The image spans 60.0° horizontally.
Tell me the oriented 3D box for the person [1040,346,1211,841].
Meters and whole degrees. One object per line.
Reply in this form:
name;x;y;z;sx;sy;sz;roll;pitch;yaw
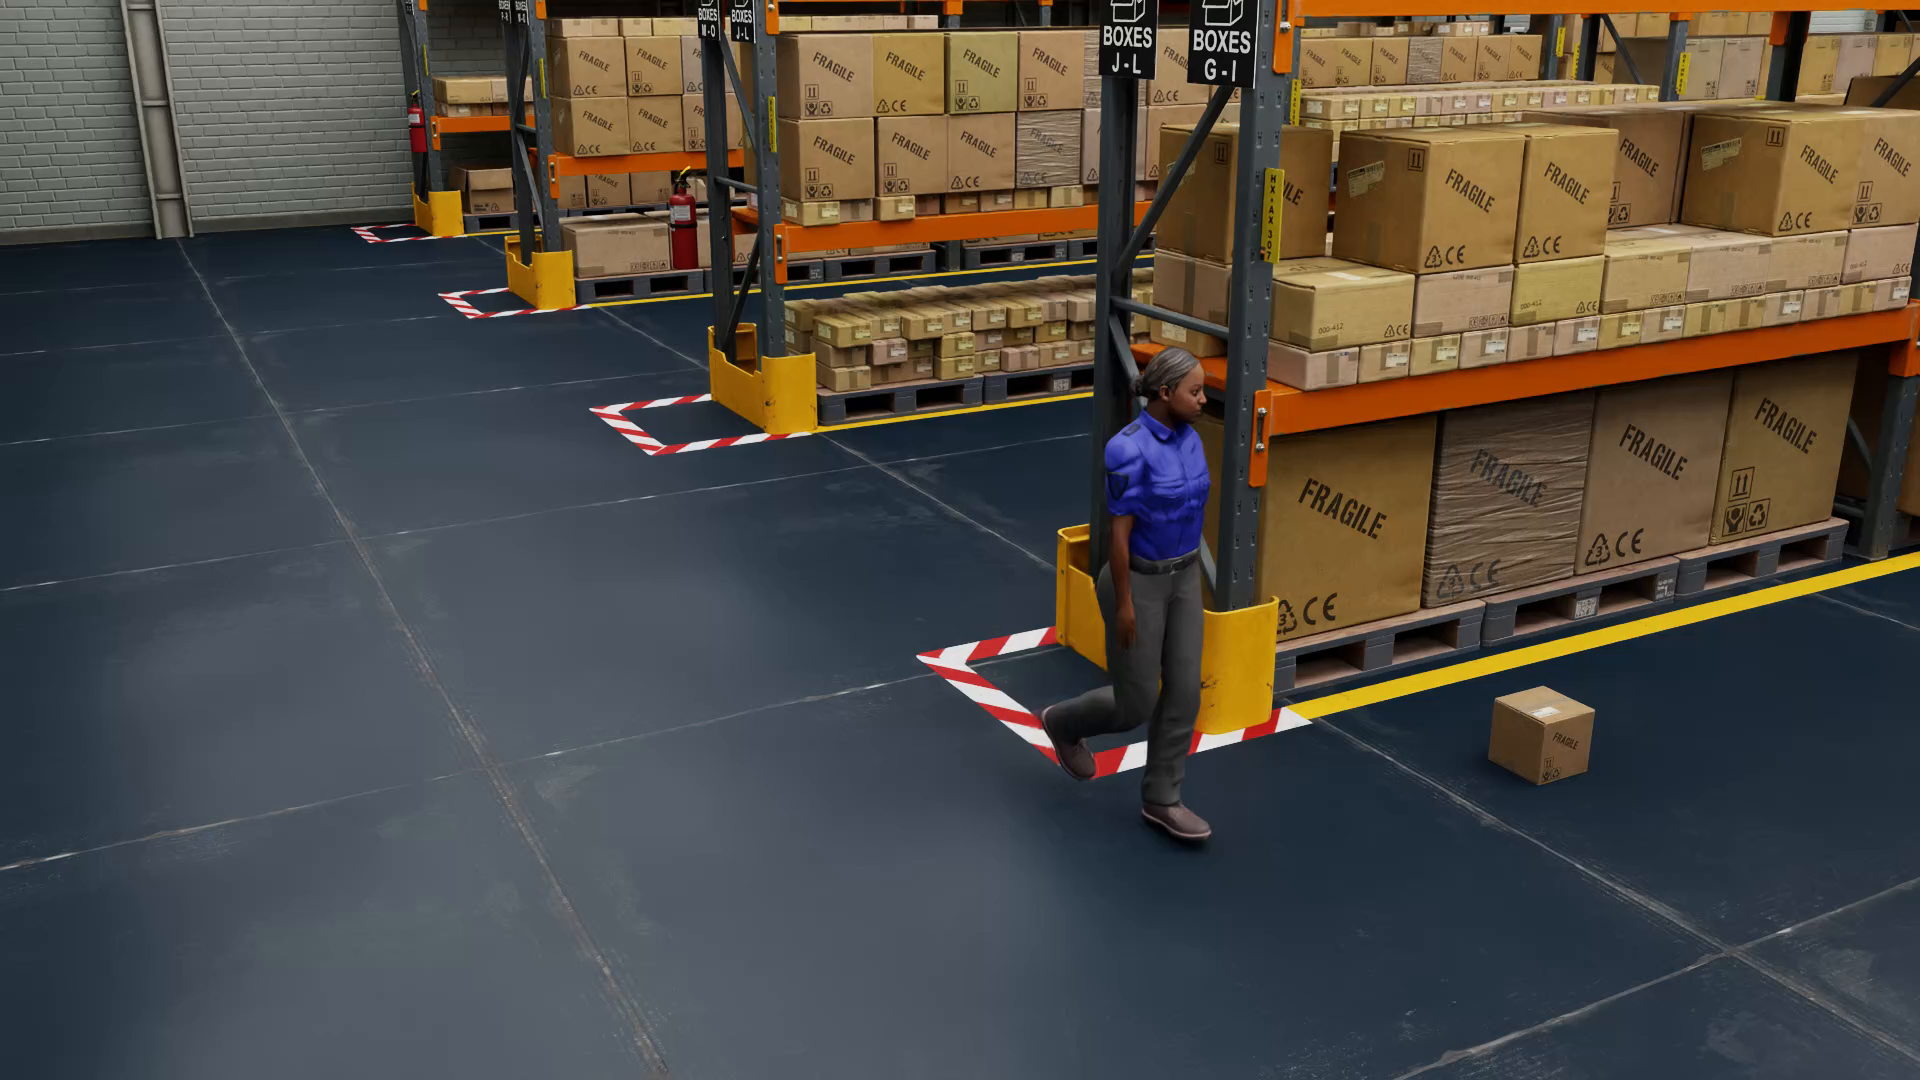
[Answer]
person;0.632;0.155;5.571;0.453;1.632;0.695;-15;24;-37
